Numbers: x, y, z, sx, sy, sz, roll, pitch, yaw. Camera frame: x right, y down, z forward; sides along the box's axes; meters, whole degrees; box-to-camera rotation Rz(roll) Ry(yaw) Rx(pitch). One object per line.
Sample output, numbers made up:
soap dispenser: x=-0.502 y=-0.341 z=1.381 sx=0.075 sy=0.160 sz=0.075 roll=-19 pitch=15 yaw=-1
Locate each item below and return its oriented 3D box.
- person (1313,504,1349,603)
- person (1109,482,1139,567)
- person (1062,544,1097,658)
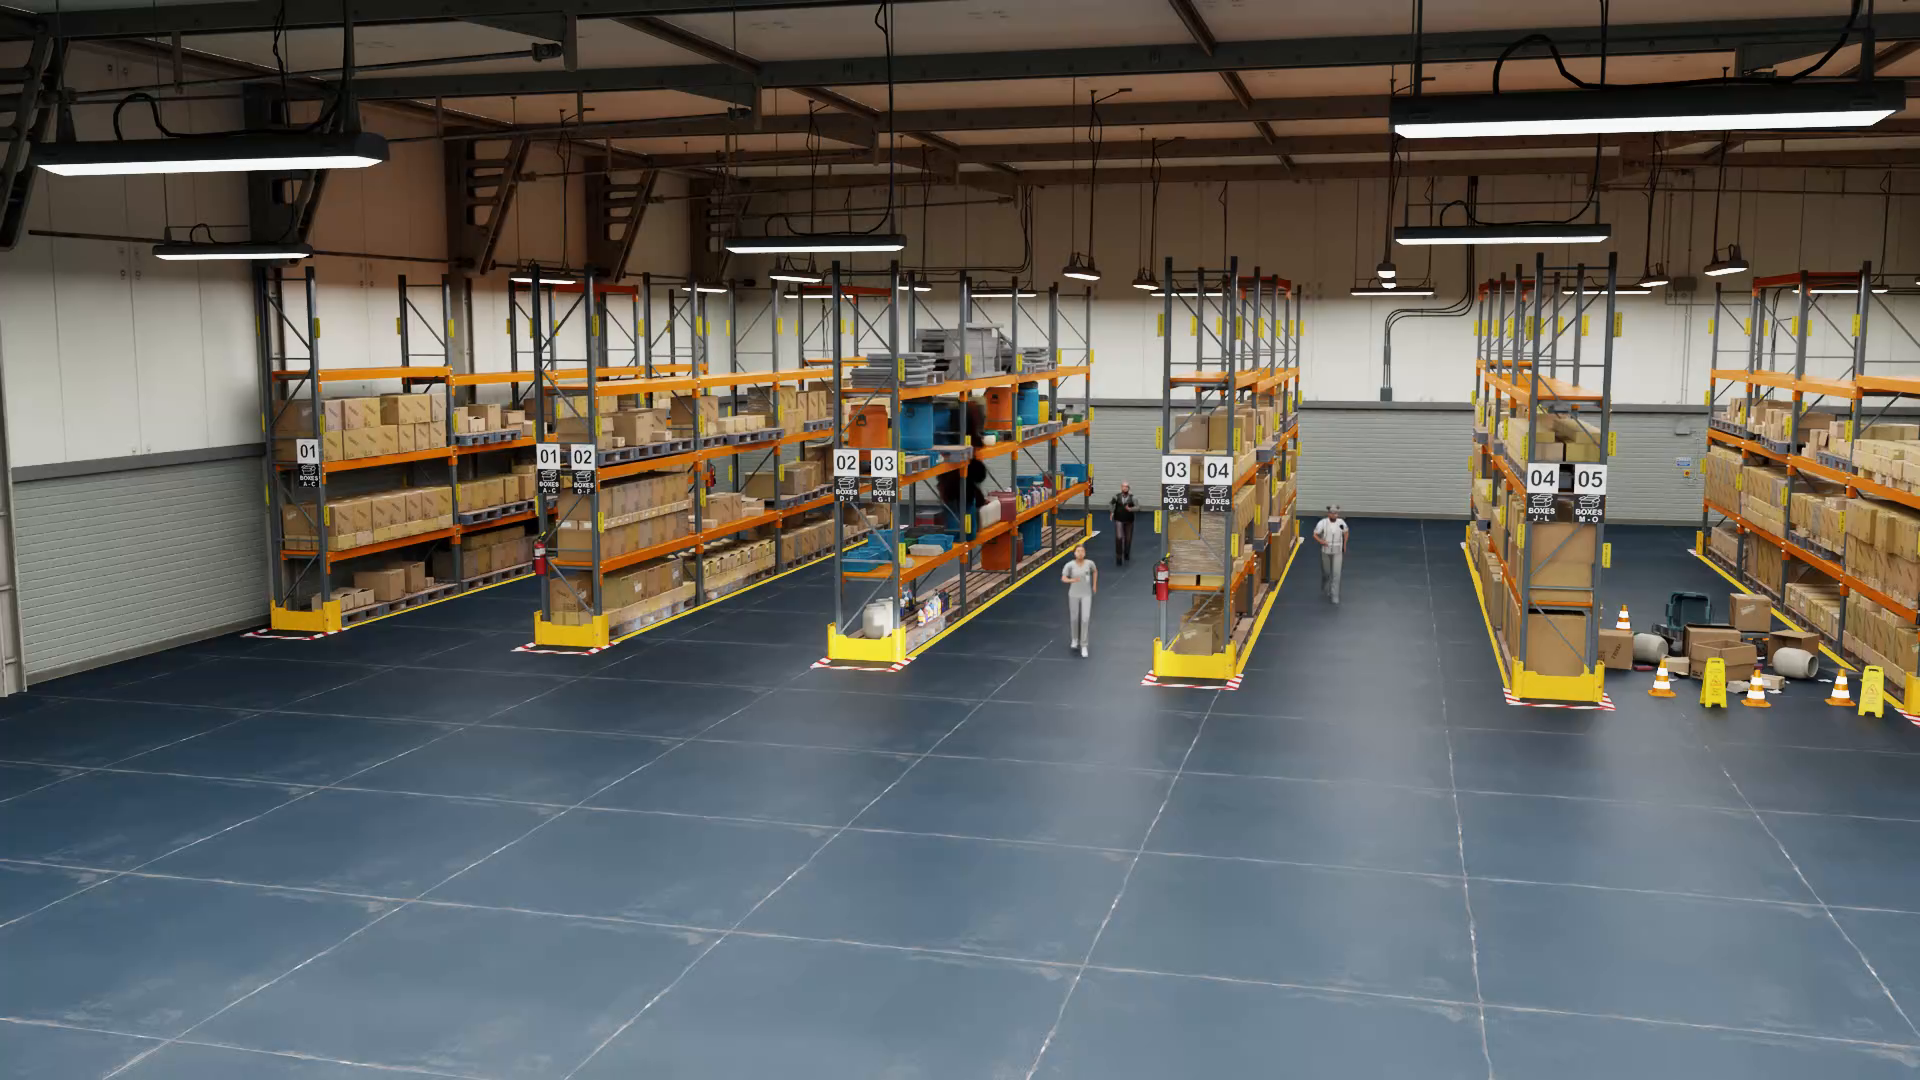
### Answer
person: x=6.869 y=0.219 z=30.795 sx=0.663 sy=1.779 sz=0.930 roll=1 pitch=7 yaw=9
person: x=3.499 y=-0.344 z=35.444 sx=0.630 sy=1.783 sz=0.780 roll=0 pitch=7 yaw=2
person: x=1.848 y=0.903 z=25.736 sx=0.566 sy=1.721 sz=0.831 roll=0 pitch=7 yaw=1
